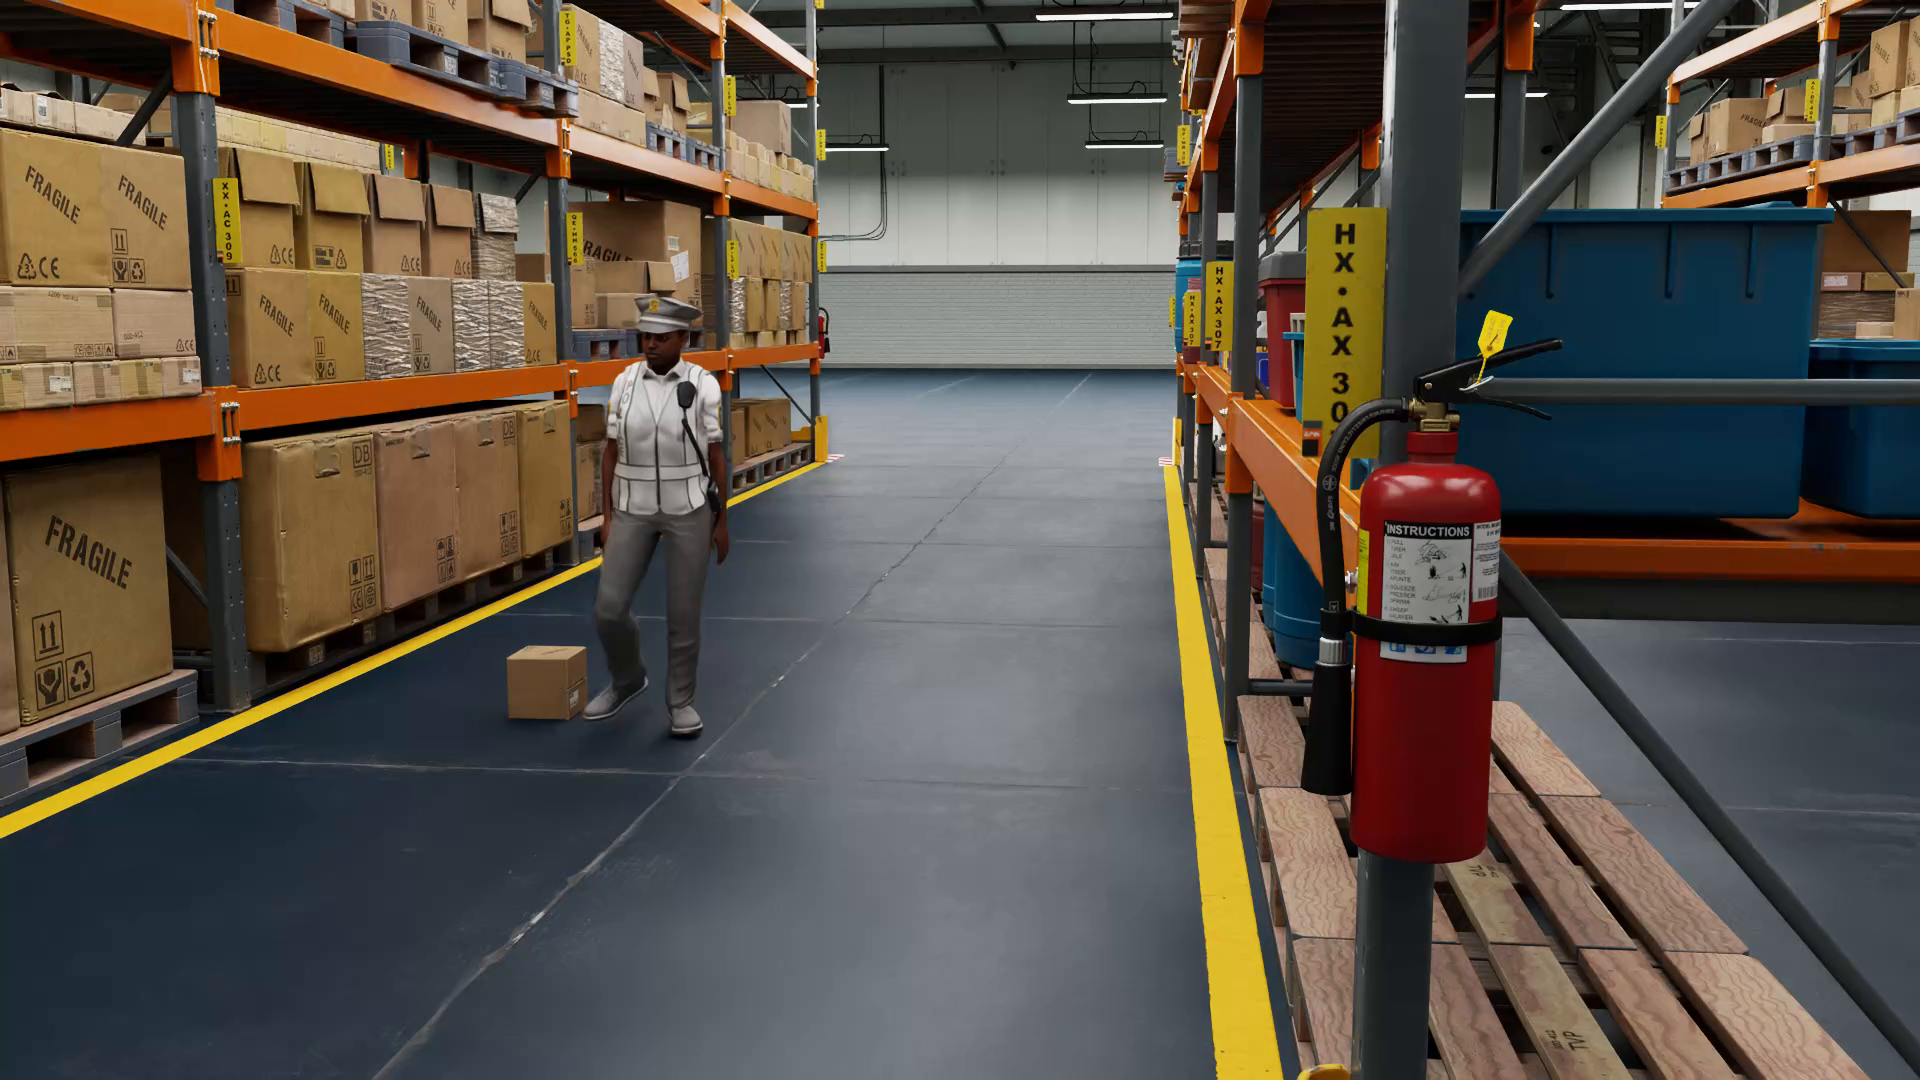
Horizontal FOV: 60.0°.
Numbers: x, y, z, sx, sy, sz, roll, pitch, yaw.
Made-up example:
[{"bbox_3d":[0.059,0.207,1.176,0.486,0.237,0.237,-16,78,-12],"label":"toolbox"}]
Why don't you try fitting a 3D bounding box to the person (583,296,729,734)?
[{"bbox_3d":[-1.172,-0.085,6.310,0.590,1.659,0.459,0,8,-1],"label":"person"}]
